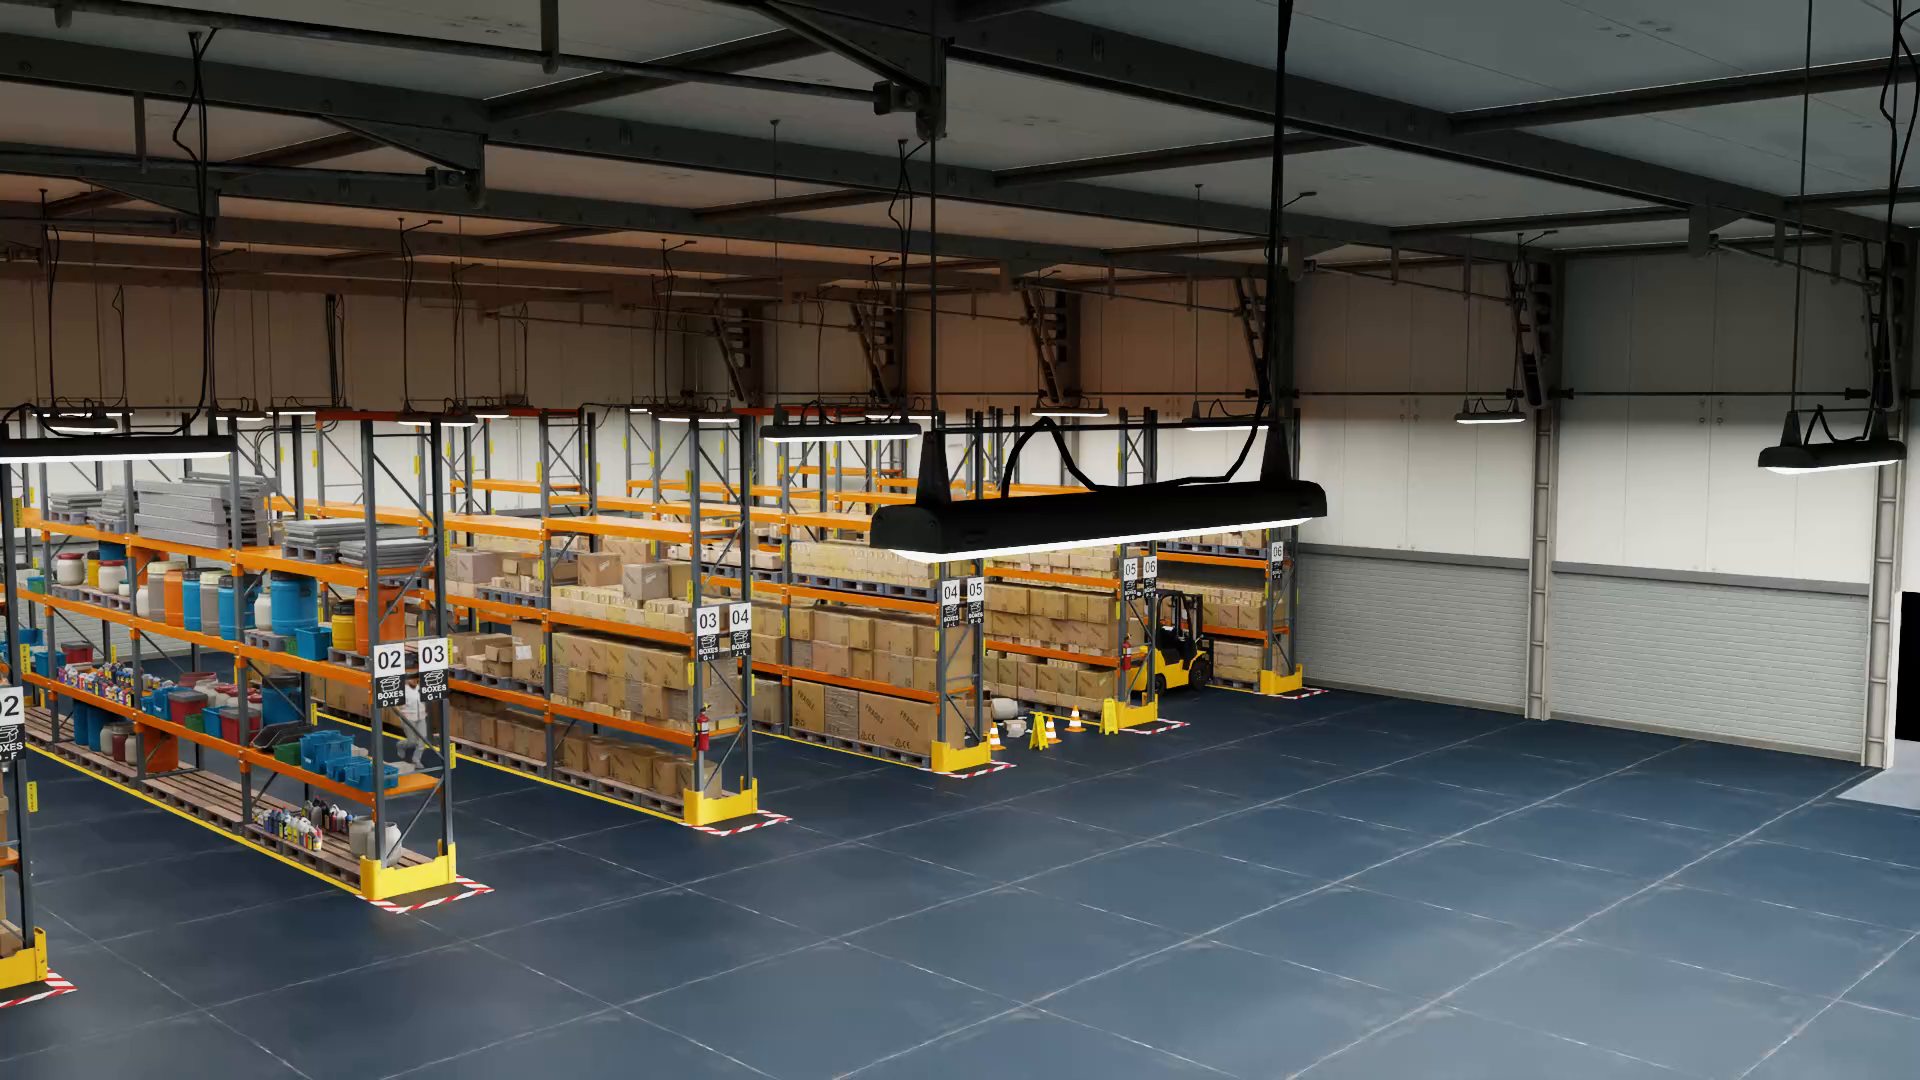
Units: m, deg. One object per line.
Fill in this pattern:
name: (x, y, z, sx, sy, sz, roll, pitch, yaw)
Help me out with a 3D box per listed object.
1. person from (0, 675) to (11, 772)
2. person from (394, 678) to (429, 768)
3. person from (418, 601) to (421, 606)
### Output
person: (-15.938, 3.061, 27.744, 0.543, 1.624, 0.554, -4, 7, -41)
person: (-9.295, 3.039, 28.207, 0.575, 1.631, 0.614, 4, 7, 41)
person: (-12.135, 2.173, 37.416, 0.746, 1.714, 0.760, -2, 5, -22)
